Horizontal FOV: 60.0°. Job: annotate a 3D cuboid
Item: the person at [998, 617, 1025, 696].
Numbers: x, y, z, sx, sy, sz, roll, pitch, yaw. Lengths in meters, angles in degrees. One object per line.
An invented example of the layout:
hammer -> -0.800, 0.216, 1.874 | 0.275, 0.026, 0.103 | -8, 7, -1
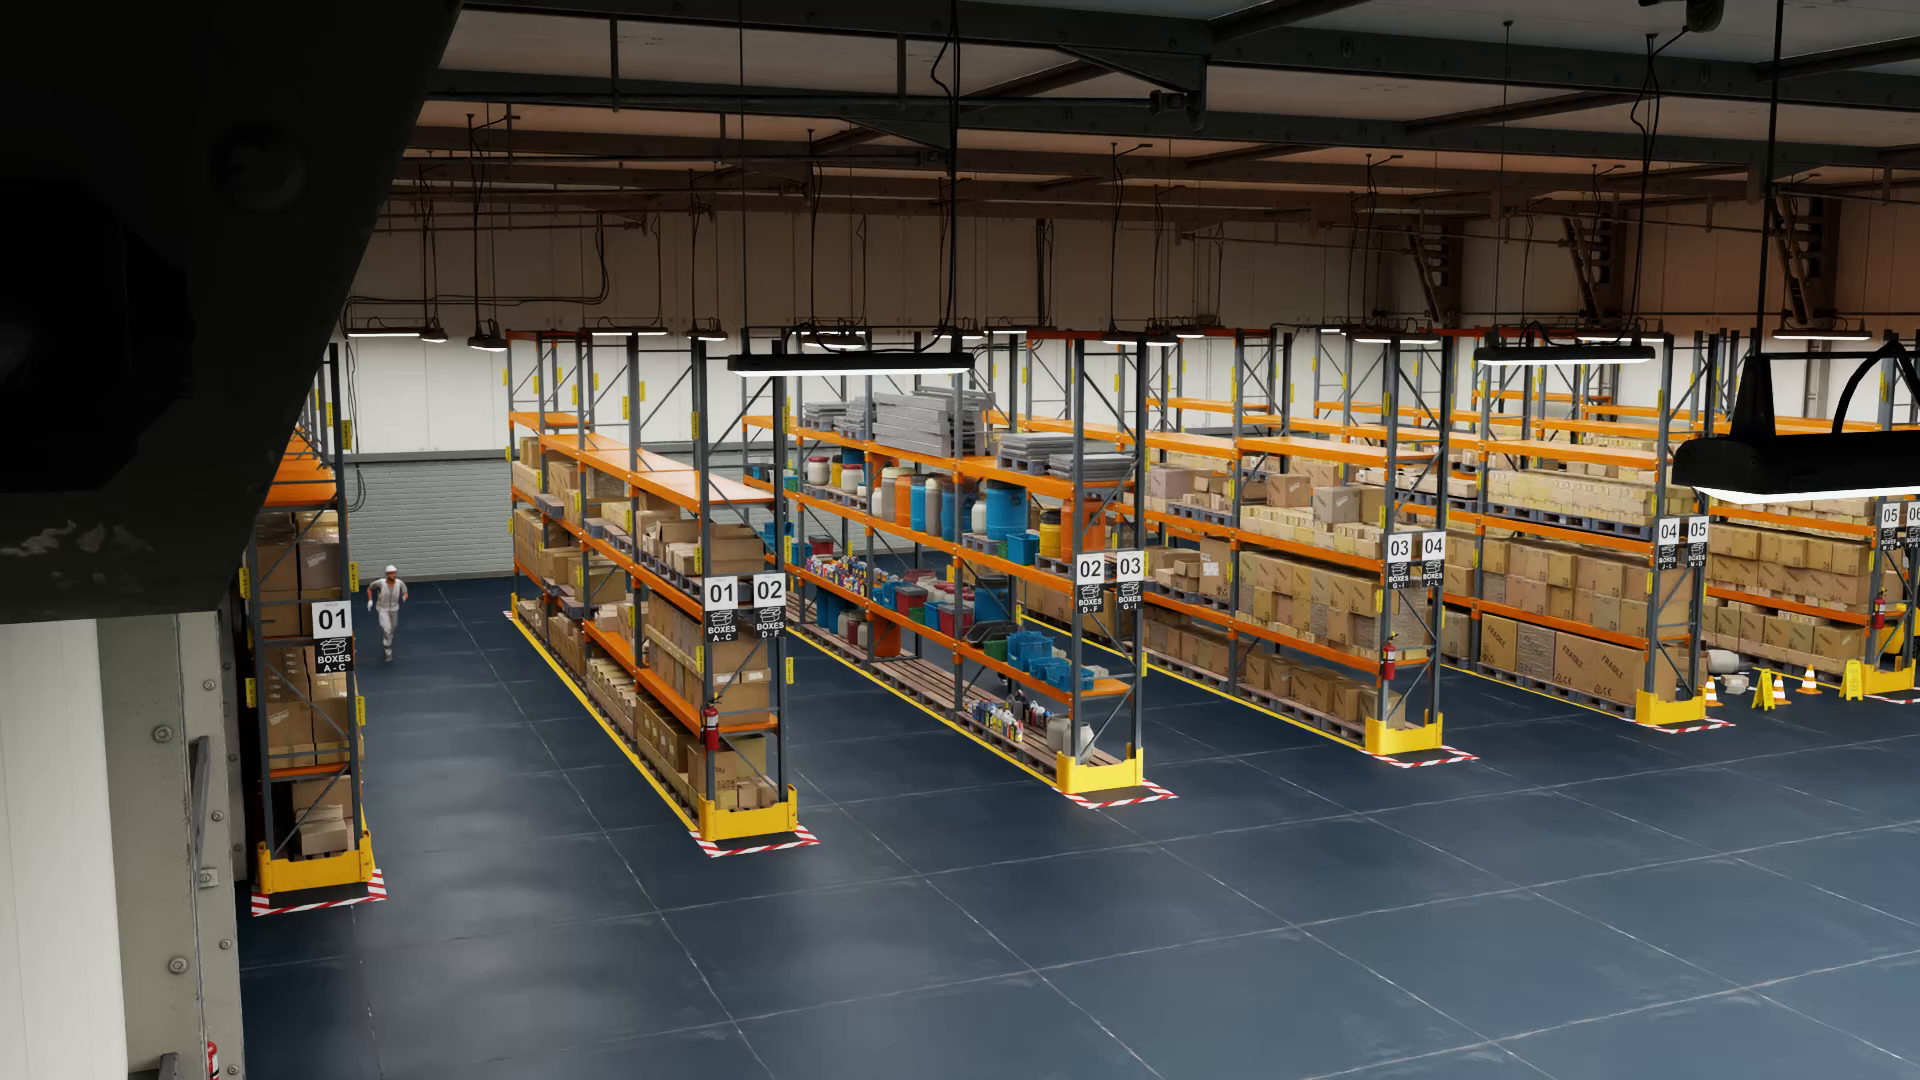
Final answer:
person -> 0.887, 1.782, 27.794 | 0.410, 1.530, 1.009 | -5, 9, -31

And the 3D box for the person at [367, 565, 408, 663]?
person -> -10.523, 1.326, 30.566 | 0.709, 1.780, 0.966 | -6, 10, -35

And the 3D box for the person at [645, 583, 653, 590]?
person -> -6.733, 0.338, 37.663 | 0.912, 1.758, 0.531 | -1, 8, -9
